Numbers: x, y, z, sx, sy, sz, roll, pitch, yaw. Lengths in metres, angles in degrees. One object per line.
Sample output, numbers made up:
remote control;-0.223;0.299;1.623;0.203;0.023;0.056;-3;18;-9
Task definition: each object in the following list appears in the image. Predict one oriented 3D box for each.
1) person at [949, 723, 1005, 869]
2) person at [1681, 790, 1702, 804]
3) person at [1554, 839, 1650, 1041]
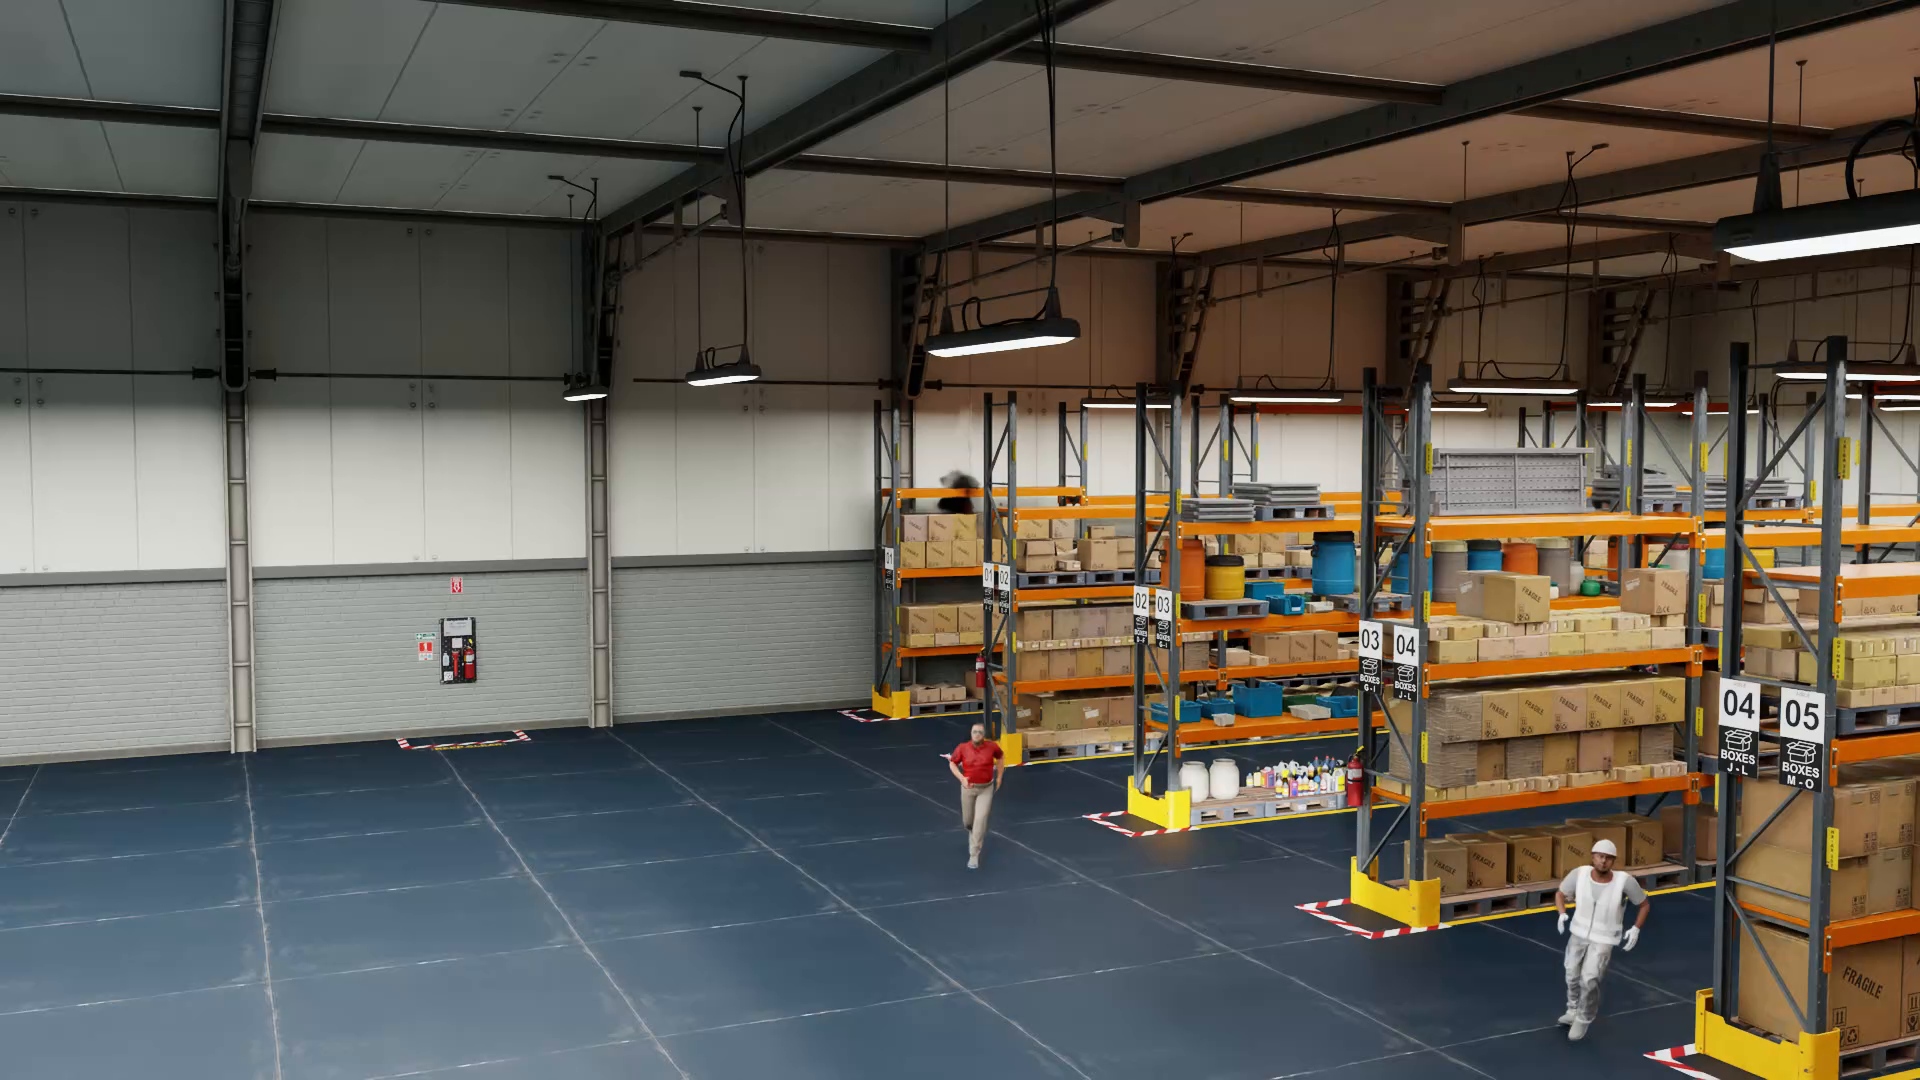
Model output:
person;0.211;3.116;20.637;0.686;1.726;0.980;0;3;3
person;9.751;2.987;22.170;0.762;1.835;0.642;-2;4;-26
person;5.501;3.458;14.386;0.745;1.765;0.642;3;4;40
